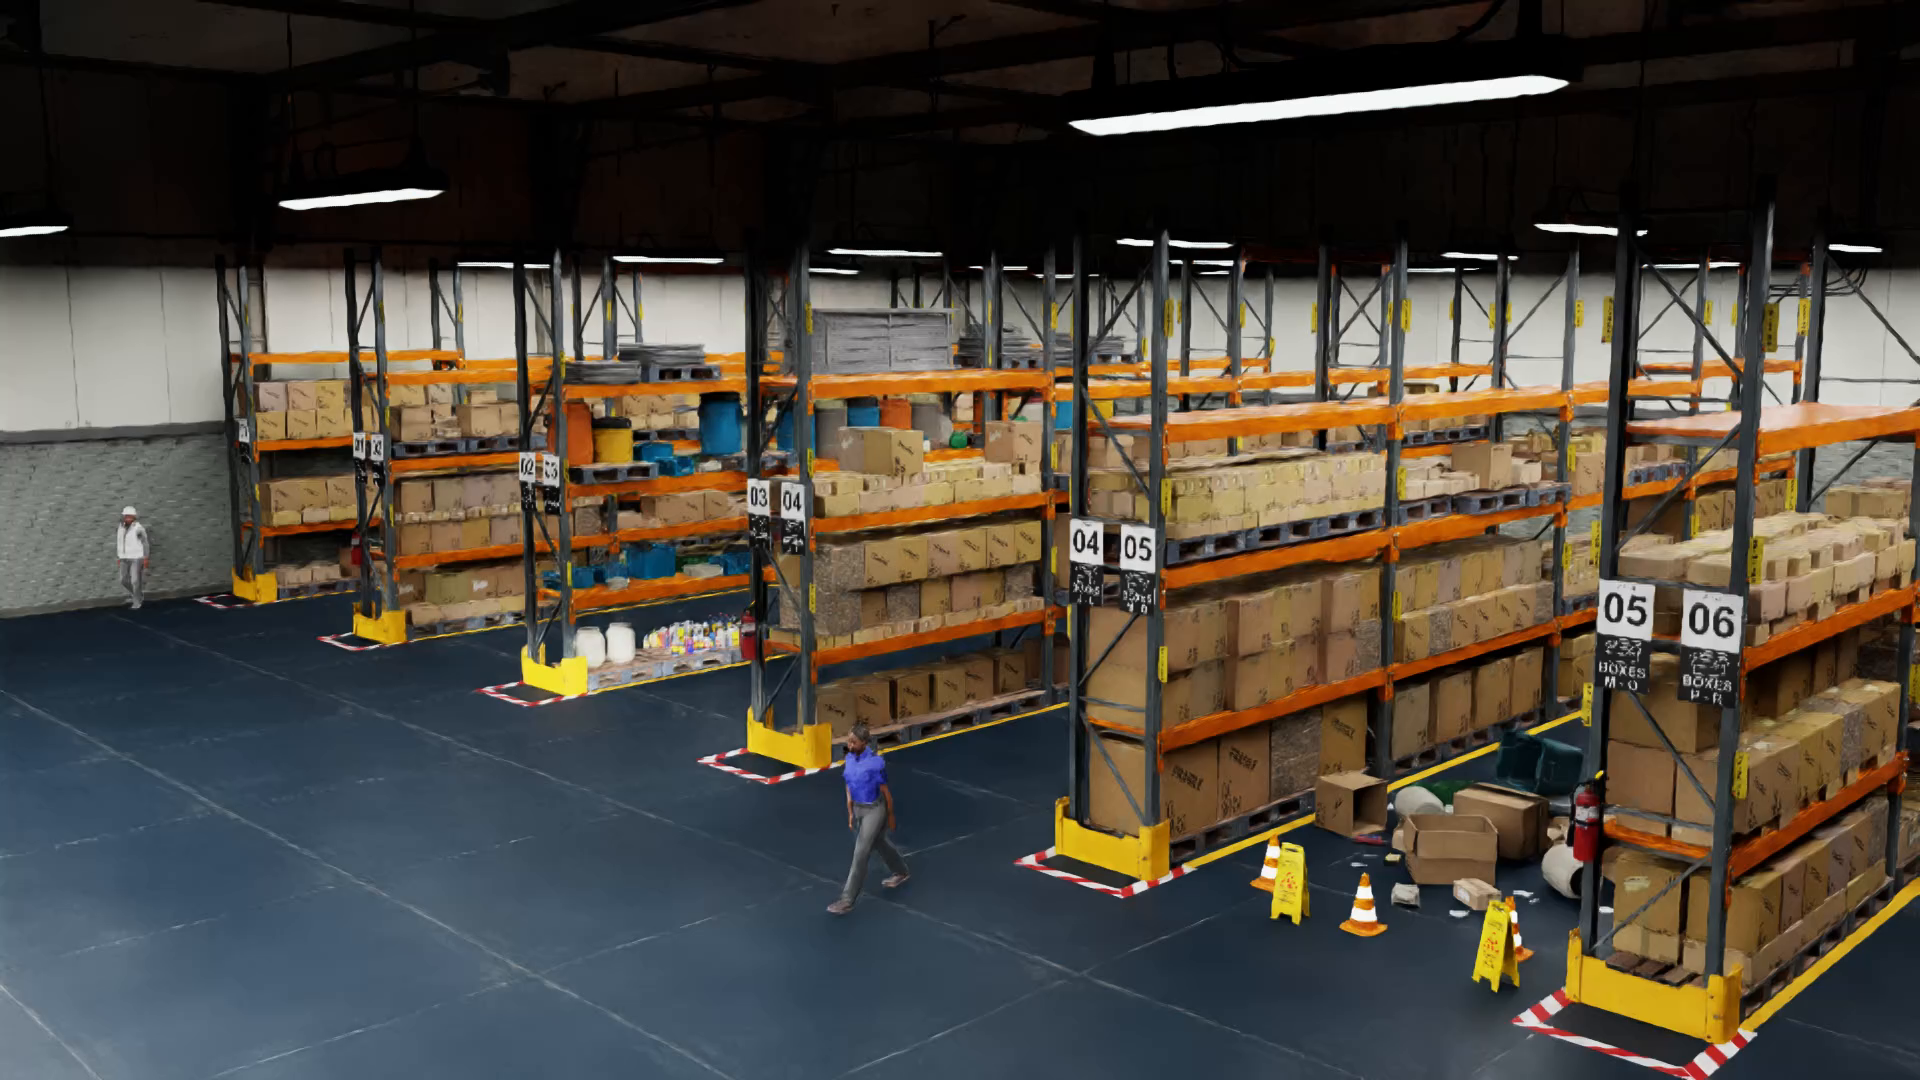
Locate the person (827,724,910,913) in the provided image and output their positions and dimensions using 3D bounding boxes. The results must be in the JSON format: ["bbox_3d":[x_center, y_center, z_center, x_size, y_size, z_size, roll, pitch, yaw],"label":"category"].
[{"bbox_3d":[-0.823,2.338,14.392,1.088,1.559,0.447,-7,11,-42],"label":"person"}]

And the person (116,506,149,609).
[{"bbox_3d":[-14.119,0.276,28.431,0.575,1.762,0.570,1,8,9],"label":"person"}]
